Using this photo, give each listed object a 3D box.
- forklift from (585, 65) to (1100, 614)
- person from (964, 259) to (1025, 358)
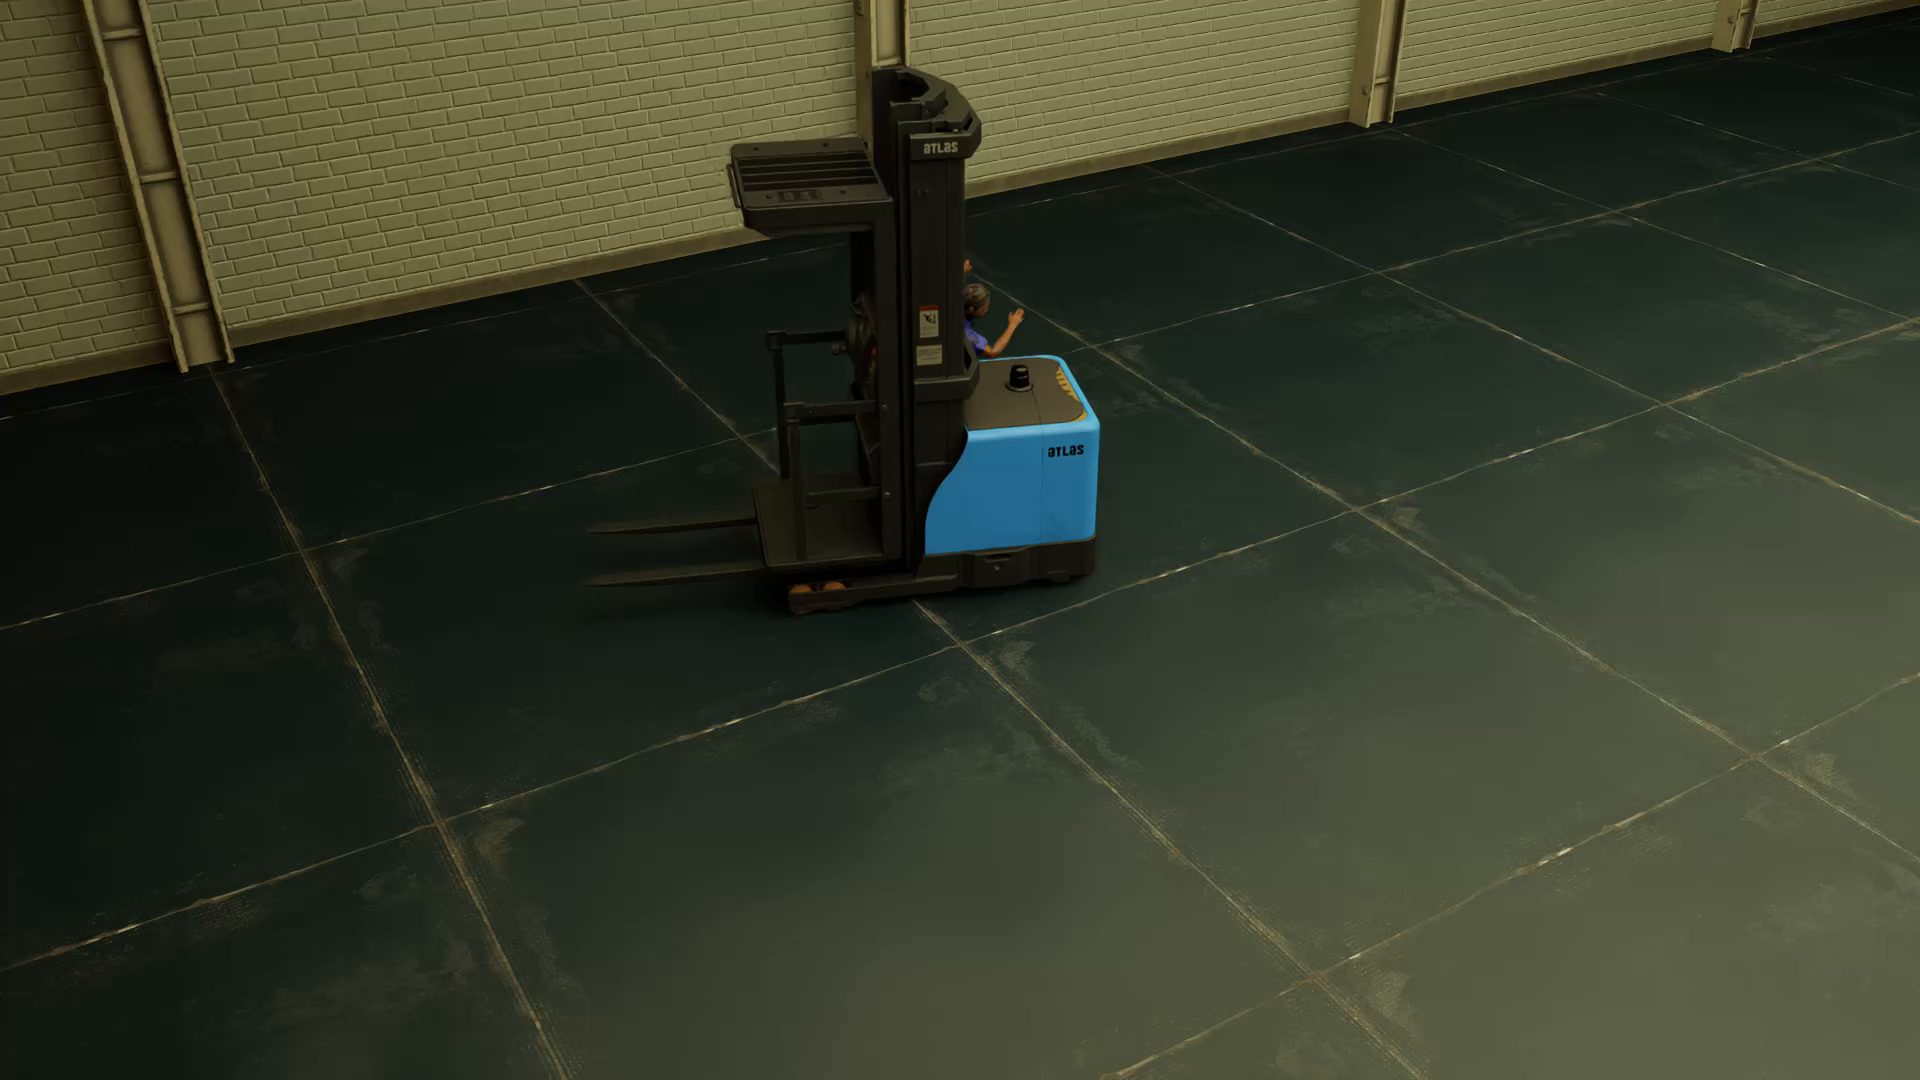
[{"bbox_3d":[-0.745,-1.118,9.513,3.031,2.935,1.130,-6,31,-9],"label":"forklift"},{"bbox_3d":[0.086,-1.114,11.039,0.678,1.353,1.410,5,31,9],"label":"person"}]
